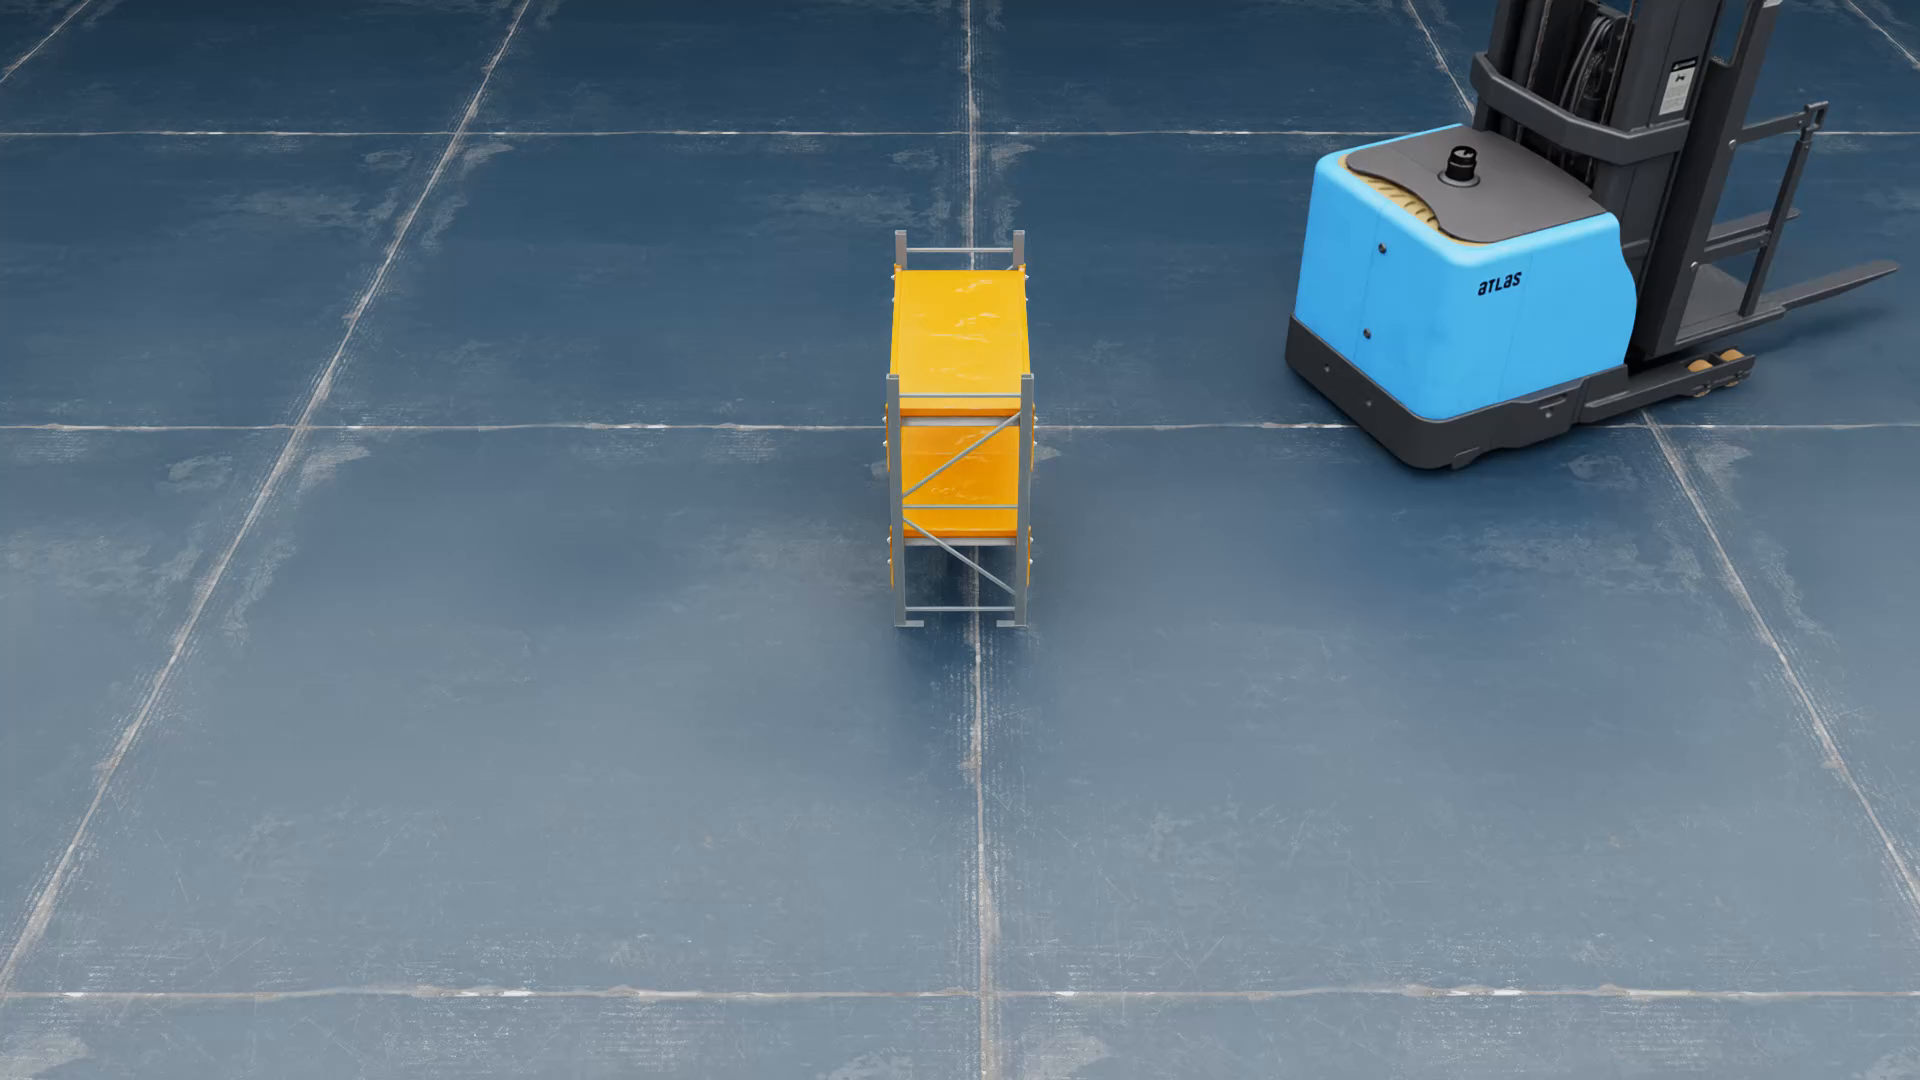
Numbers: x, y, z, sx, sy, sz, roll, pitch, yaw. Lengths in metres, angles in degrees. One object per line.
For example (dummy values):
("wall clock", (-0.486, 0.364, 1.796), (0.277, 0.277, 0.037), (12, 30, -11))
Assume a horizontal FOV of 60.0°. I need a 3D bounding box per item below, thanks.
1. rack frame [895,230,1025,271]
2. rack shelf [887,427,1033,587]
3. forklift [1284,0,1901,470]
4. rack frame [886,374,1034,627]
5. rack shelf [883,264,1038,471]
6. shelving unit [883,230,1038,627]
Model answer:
("rack frame", (-0.001, -0.753, 6.790), (0.500, 1.125, 0.032), (0, 39, 0))
("rack shelf", (0.000, -0.244, 6.546), (0.538, 0.278, 1.000), (0, 39, 0))
("forklift", (3.055, -2.073, 6.993), (3.031, 2.935, 1.130), (-17, 42, -20))
("rack frame", (0.001, -0.117, 5.996), (0.500, 1.125, 0.032), (0, 39, 0))
("rack shelf", (0.000, -0.663, 6.210), (0.538, 0.278, 1.000), (0, 39, 0))
("shelving unit", (0.000, -0.435, 6.393), (0.538, 1.125, 1.048), (0, 39, 0))
